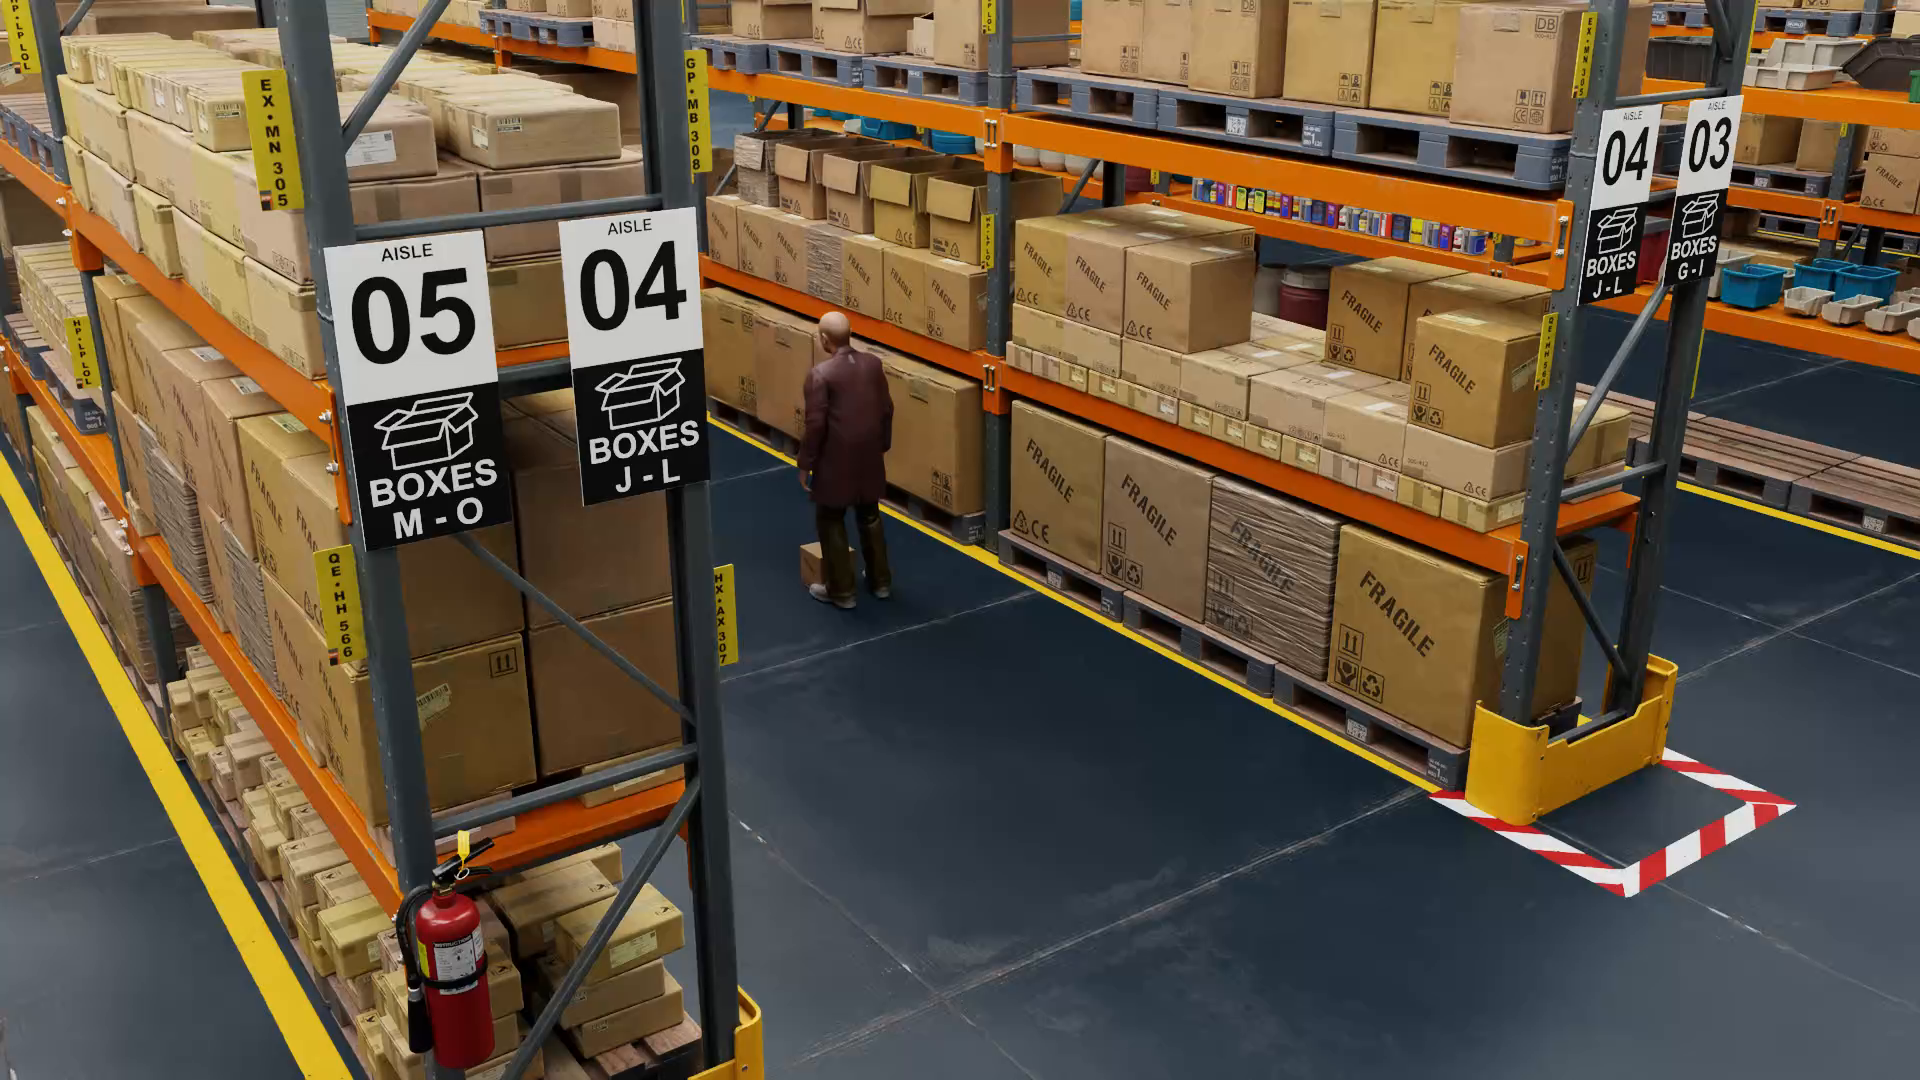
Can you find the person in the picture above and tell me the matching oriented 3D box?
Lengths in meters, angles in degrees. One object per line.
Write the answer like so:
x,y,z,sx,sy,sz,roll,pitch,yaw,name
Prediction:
-0.677,-0.473,9.832,0.654,1.774,0.420,-16,26,-36,person
